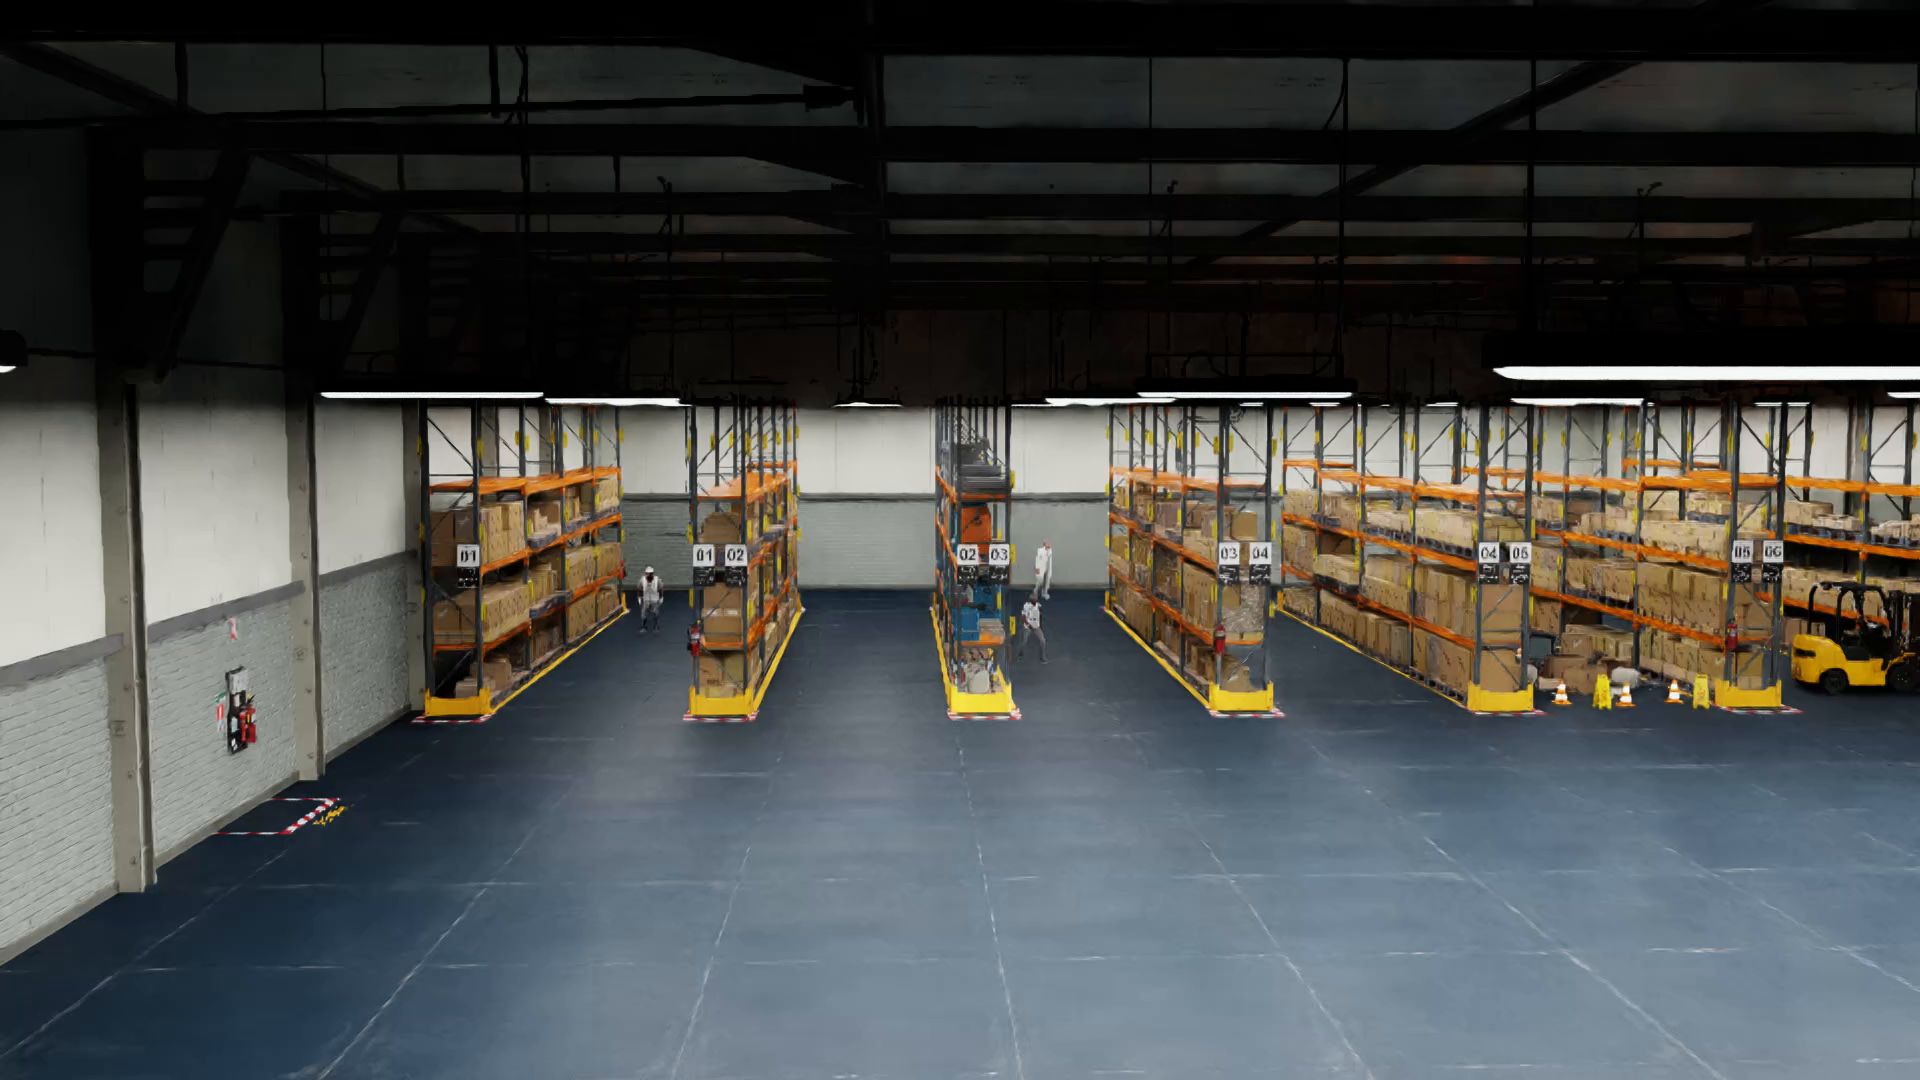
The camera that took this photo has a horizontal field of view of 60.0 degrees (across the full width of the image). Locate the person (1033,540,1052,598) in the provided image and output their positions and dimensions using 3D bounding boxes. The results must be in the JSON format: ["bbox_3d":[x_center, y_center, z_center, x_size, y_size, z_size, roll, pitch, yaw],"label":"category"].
[{"bbox_3d":[2.505,0.866,50.579,0.615,1.767,0.622,-3,6,-37],"label":"person"}]

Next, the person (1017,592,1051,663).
[{"bbox_3d":[1.639,1.955,37.573,0.621,1.606,0.828,-2,5,-19],"label":"person"}]

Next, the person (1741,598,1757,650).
[{"bbox_3d":[16.791,2.043,35.494,0.500,1.756,0.588,2,5,28],"label":"person"}]

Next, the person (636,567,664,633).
[{"bbox_3d":[-7.890,1.534,42.334,0.695,1.735,0.549,0,5,-4],"label":"person"}]
